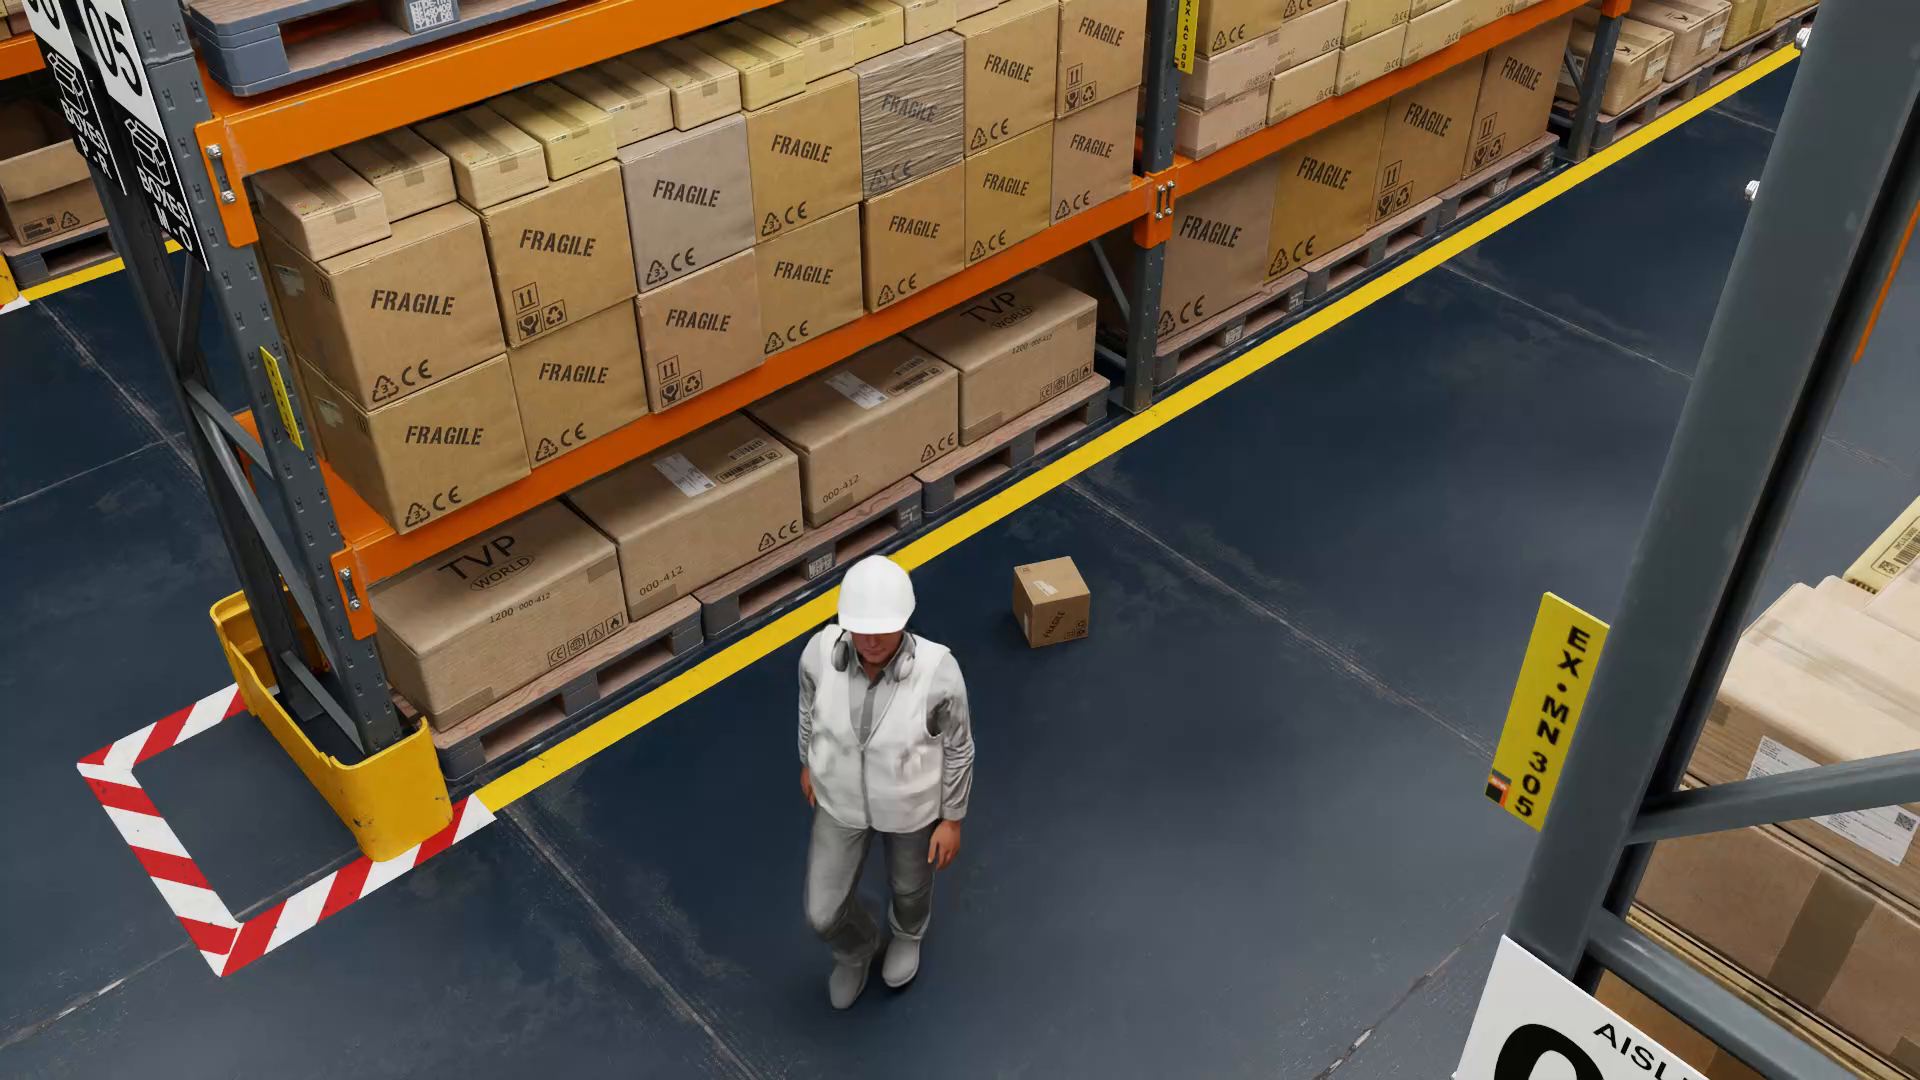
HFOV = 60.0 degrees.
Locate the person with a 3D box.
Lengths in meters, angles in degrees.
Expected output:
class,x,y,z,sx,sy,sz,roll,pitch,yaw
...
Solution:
class,x,y,z,sx,sy,sz,roll,pitch,yaw
person,-0.246,0.827,5.130,0.576,1.814,0.524,7,40,8
